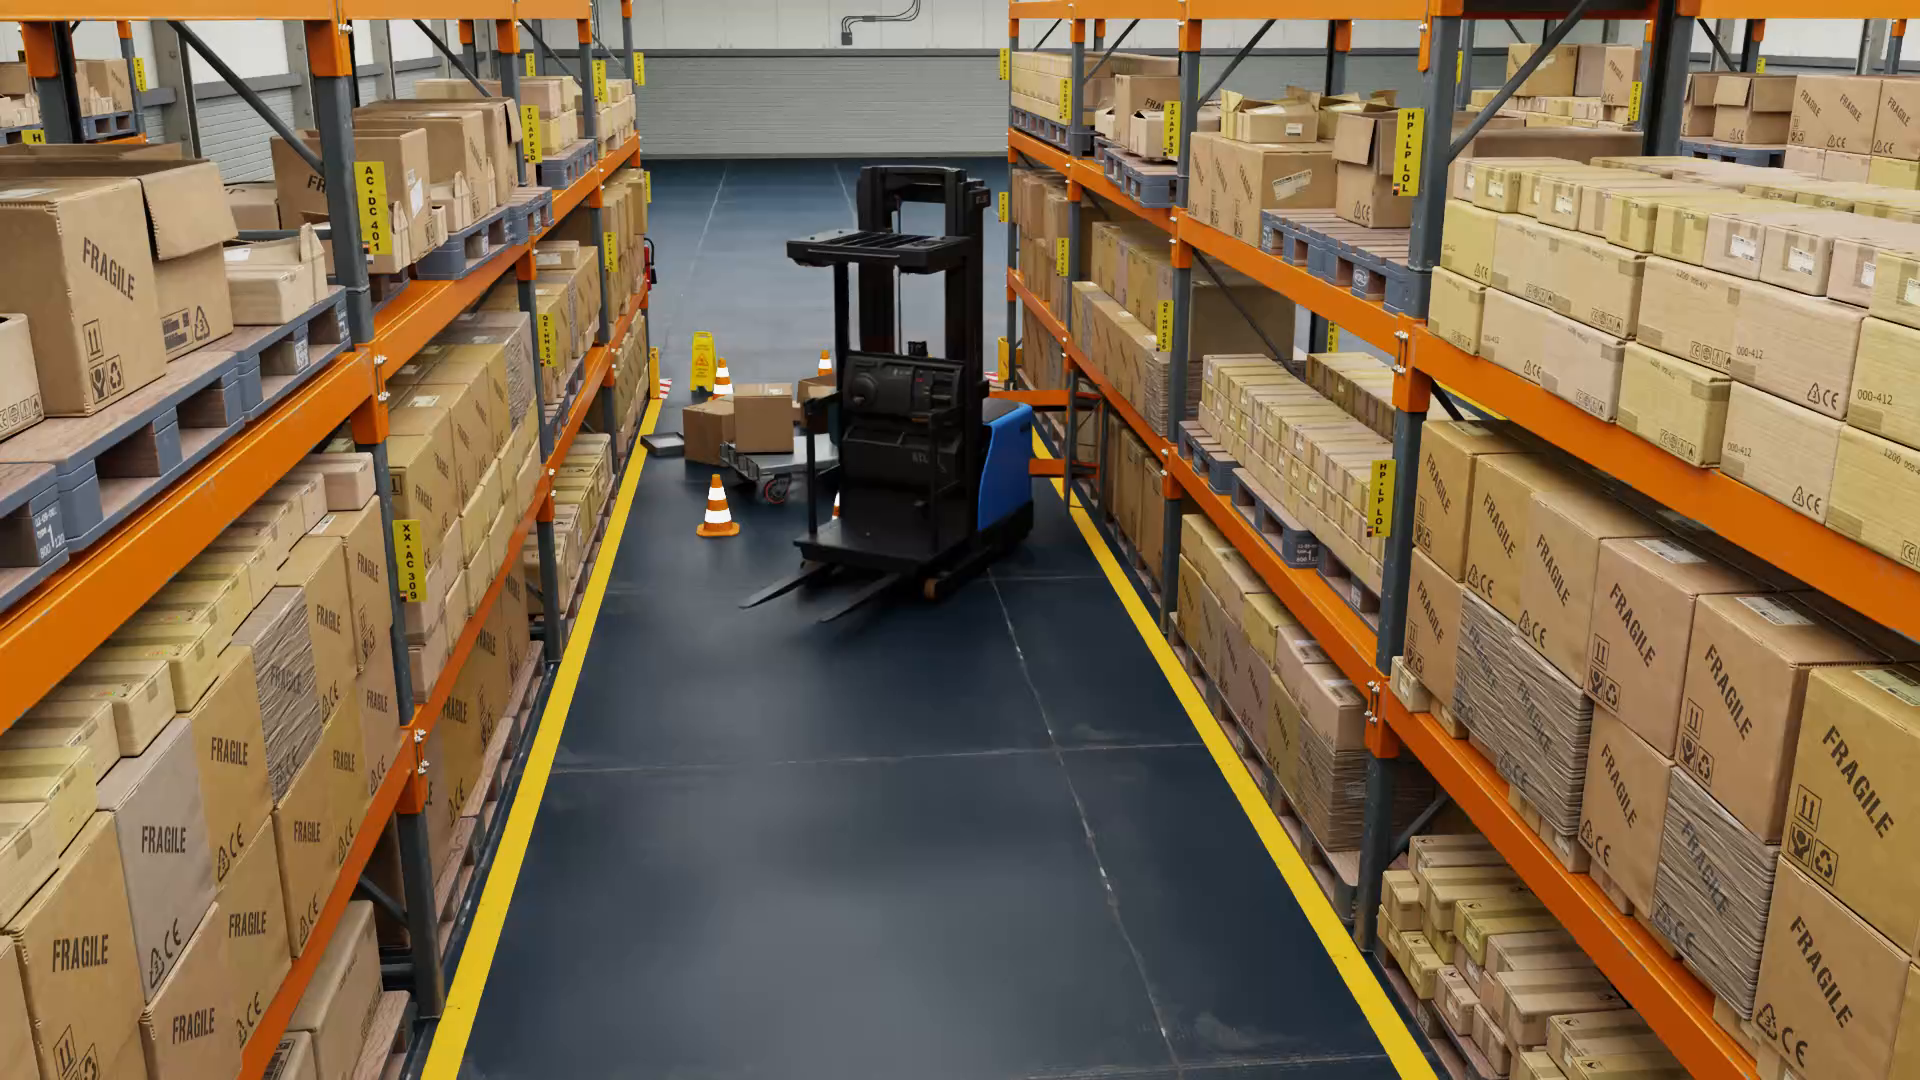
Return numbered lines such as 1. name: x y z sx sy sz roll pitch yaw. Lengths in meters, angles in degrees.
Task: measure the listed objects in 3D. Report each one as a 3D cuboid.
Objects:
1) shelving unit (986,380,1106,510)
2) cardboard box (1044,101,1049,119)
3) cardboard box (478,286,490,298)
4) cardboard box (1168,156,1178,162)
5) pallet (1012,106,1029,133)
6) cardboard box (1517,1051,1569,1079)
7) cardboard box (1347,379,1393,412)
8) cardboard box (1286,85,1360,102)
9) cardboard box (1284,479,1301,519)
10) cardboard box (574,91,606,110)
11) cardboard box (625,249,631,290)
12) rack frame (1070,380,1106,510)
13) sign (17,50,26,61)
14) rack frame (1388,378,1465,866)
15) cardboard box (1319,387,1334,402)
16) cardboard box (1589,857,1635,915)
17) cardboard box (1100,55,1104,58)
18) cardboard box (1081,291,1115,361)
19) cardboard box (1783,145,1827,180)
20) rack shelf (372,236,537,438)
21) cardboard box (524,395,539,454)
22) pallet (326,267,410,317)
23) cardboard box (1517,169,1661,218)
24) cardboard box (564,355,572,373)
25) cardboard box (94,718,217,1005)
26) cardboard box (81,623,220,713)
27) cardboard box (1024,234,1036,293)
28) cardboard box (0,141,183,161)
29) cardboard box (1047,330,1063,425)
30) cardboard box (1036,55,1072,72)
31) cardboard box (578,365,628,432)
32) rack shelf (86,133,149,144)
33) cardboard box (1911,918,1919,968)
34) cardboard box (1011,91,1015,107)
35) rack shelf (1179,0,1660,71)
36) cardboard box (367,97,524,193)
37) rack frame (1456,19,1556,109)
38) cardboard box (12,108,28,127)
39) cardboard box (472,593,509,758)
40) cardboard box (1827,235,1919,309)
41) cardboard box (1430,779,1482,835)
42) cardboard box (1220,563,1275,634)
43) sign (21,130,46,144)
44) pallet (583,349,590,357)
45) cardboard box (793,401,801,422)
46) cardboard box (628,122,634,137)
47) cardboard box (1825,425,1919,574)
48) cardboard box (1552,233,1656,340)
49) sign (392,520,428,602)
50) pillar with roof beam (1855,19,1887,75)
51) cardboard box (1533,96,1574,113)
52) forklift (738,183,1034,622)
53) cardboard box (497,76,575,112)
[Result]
1. shelving unit: 0.605 -0.759 13.311 1.030 0.981 0.538 3 0 40
2. cardboard box: 0.980 -3.978 15.384 0.380 0.149 0.250 -2 17 -5
3. cardboard box: -3.500 -1.464 11.467 0.500 0.500 0.500 -3 18 -9
4. cardboard box: 1.573 -2.565 10.854 0.380 0.166 0.250 -2 18 -6
5. pallet: 1.115 -4.377 17.253 1.003 0.211 1.213 -2 18 -6
6. cardboard box: 2.155 1.886 5.723 0.380 0.149 0.250 -2 18 -6
7. cardboard box: 2.442 -0.826 9.525 0.380 0.149 0.250 -1 17 -4
8. cardboard box: 2.154 -2.557 9.862 0.396 0.266 0.258 -2 18 -6
9. cardboard box: 1.891 -0.215 8.572 0.380 0.149 0.250 -1 17 -3
10. cardboard box: -3.254 -3.786 14.308 0.380 0.149 0.250 -2 18 -7
11. cardboard box: -3.426 -2.613 15.828 0.500 0.500 0.500 -2 17 -5
12. rack frame: 0.992 -0.739 12.983 0.013 0.981 0.475 3 0 40
13. sign: -9.374 -4.742 16.676 0.100 0.325 0.005 -2 18 -6
14. rack frame: 2.269 0.366 7.004 0.949 2.616 0.053 -2 18 -6
15. cardboard box: 2.387 -0.836 10.053 0.380 0.149 0.250 -1 17 -4
16. cardboard box: 2.228 1.050 5.245 0.380 0.149 0.250 -1 17 -4
17. cardboard box: 1.558 -4.605 16.049 0.380 0.149 0.250 -2 18 -5
18. cardboard box: 1.280 -1.750 13.576 0.500 0.500 0.500 -2 18 -5
19. cardboard box: 6.391 -2.740 12.138 0.500 0.250 0.500 -1 17 -4
20. rack shelf: -2.853 -1.135 7.977 1.077 0.370 4.000 -2 18 -6
21. cardboard box: -2.895 -0.240 8.766 0.999 0.500 2.557 -2 18 -6
22. pallet: -2.791 -1.062 6.865 0.909 0.209 1.282 -1 17 -3
23. cardboard box: 2.132 -1.173 5.648 0.380 0.149 0.250 -2 18 -6
24. cardboard box: -3.027 -1.309 12.057 0.380 0.149 0.250 -1 17 -4
25. cardboard box: -2.122 0.757 3.921 0.500 0.500 0.500 -2 18 -6
26. cardboard box: -2.114 0.329 4.203 0.380 0.149 0.250 -2 18 -7
27. cardboard box: 1.123 -2.838 16.958 0.875 0.550 0.550 -2 18 -6
28. cardboard box: -2.795 -0.996 5.300 0.500 0.500 0.500 -1 17 -5
29. cardboard box: 1.349 -1.662 16.310 0.875 0.875 0.875 -2 18 -5
30. cardboard box: 0.929 -4.509 15.744 0.380 0.149 0.250 -2 17 -5
31. cardboard box: -3.264 -1.265 14.836 0.500 0.500 0.500 -1 17 -3
32. rack shelf: -8.615 -3.364 15.077 1.077 0.370 4.000 -2 18 -6
33. cardboard box: 2.384 0.762 3.408 0.500 0.500 0.500 -2 18 -7
34. cardboard box: 0.745 -4.657 17.545 0.380 0.149 0.250 -2 18 -5
35. rack shelf: 2.060 -2.558 8.171 1.077 0.370 4.000 -2 18 -6
36. cardboard box: -2.871 -2.216 9.346 0.797 0.503 0.637 -3 18 -9
37. rack frame: 5.972 -6.195 17.885 1.000 3.000 0.127 -2 18 -6
38. cardboard box: -8.232 -3.611 14.216 0.390 0.149 0.266 -2 18 -6
39. cardboard box: -2.983 0.645 8.962 0.875 0.875 0.875 -2 17 -5
40. cardboard box: 2.296 -0.626 3.906 0.380 0.149 0.250 -2 18 -7
41. cardboard box: 2.454 1.130 8.043 0.500 0.500 0.500 -1 17 -3
42. cardboard box: 1.775 0.320 9.369 0.500 0.250 0.500 -2 18 -5
43. sign: 3.789 -2.487 10.383 14.955 0.737 8.025 -2 18 -6
44. pallet: -3.538 -1.511 13.302 1.003 0.211 1.213 -2 18 -6
45. cardboard box: -1.740 -1.338 17.191 0.380 0.149 0.250 8 19 23
46. cardboard box: -3.511 -4.167 16.853 0.380 0.149 0.250 -2 18 -5
47. cardboard box: 2.309 -0.081 3.670 0.500 0.250 0.500 -2 18 -6
48. cardboard box: 2.162 -0.782 5.070 0.500 0.250 0.500 -1 17 -5
49. sign: -2.095 0.081 6.335 0.100 0.325 0.005 -2 18 -6
50. pillar with roof beam: 15.547 -11.702 35.427 9.100 9.000 0.400 -2 18 -6
51. cardboard box: 5.943 -4.332 16.543 0.380 0.149 0.250 -2 18 -6
52. forklift: -0.512 -1.067 11.831 1.129 2.843 3.031 8 19 25
53. cardboard box: -3.286 -3.464 12.911 0.500 0.250 0.500 -1 17 -4
